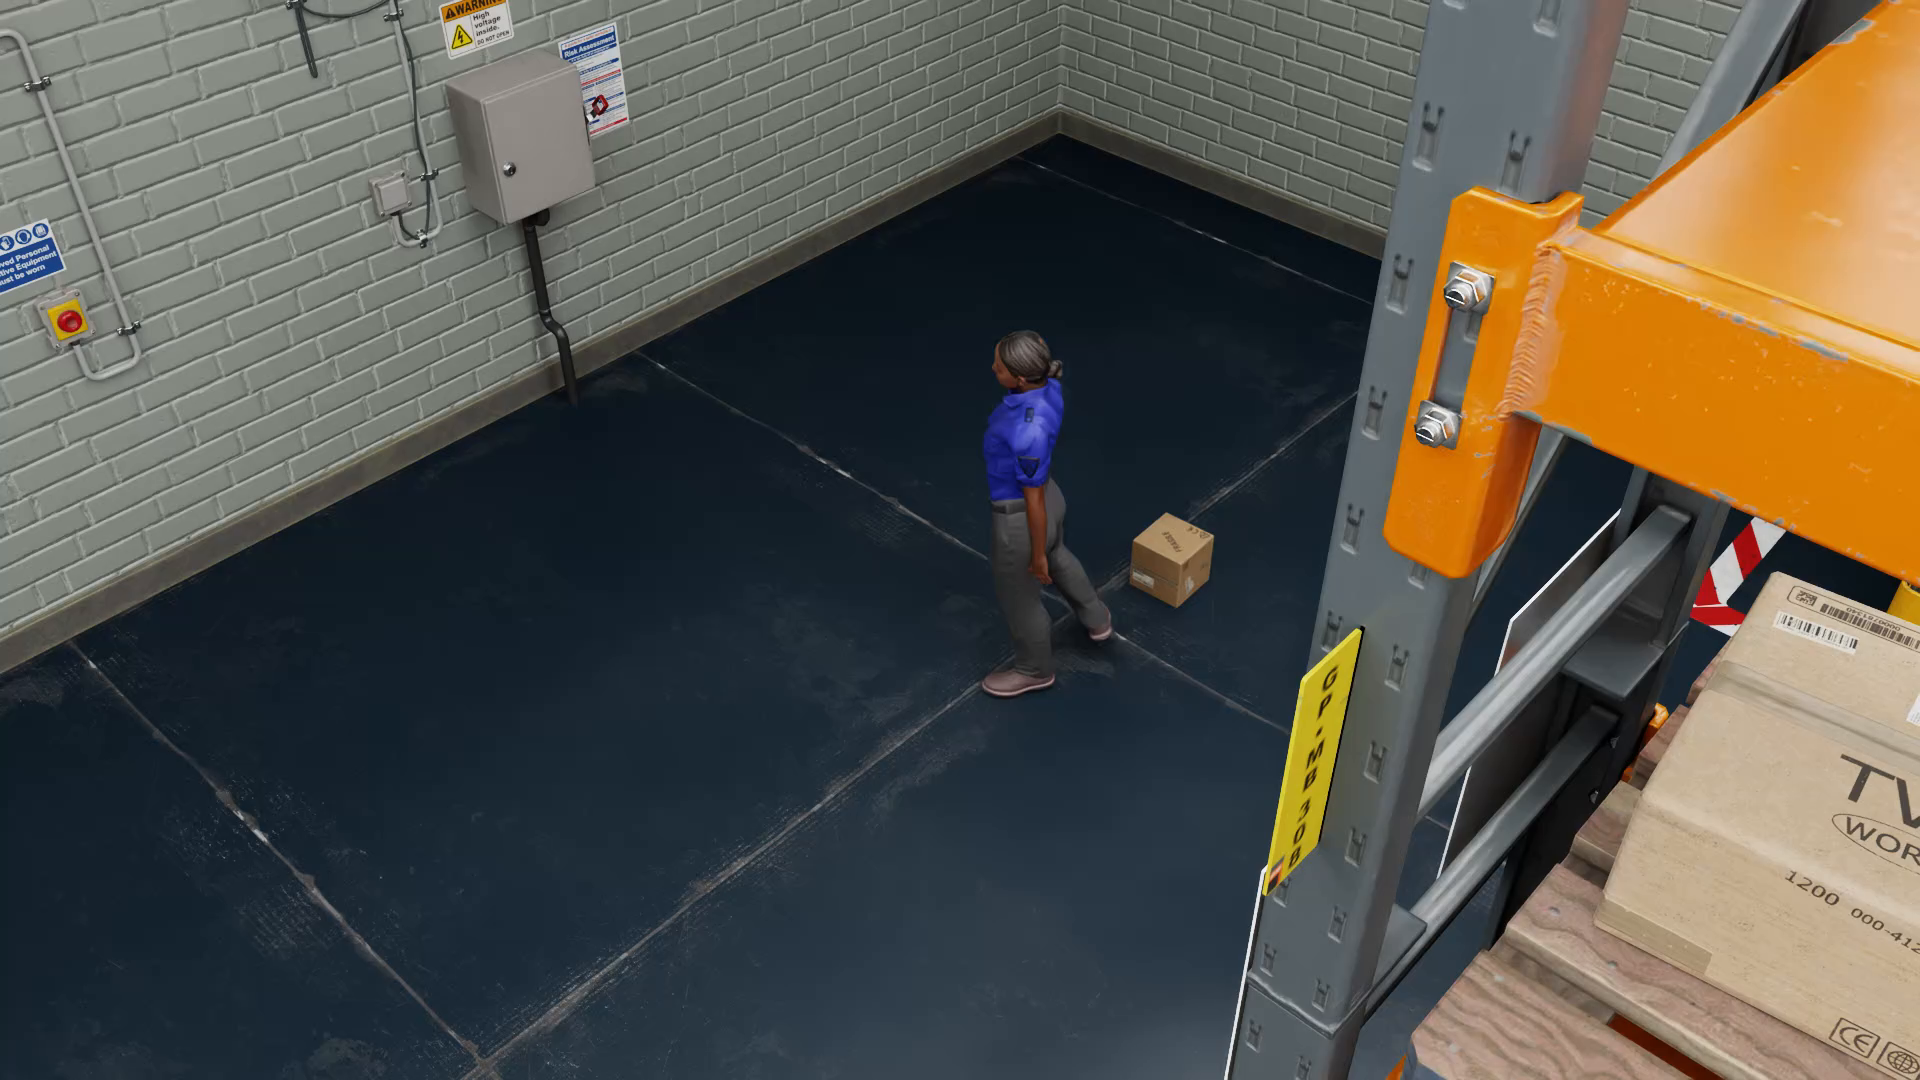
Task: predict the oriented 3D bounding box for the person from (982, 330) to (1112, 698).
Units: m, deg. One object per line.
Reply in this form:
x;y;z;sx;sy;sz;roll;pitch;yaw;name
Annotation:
0.356;-0.145;6.330;0.496;1.649;0.655;10;41;12;person
